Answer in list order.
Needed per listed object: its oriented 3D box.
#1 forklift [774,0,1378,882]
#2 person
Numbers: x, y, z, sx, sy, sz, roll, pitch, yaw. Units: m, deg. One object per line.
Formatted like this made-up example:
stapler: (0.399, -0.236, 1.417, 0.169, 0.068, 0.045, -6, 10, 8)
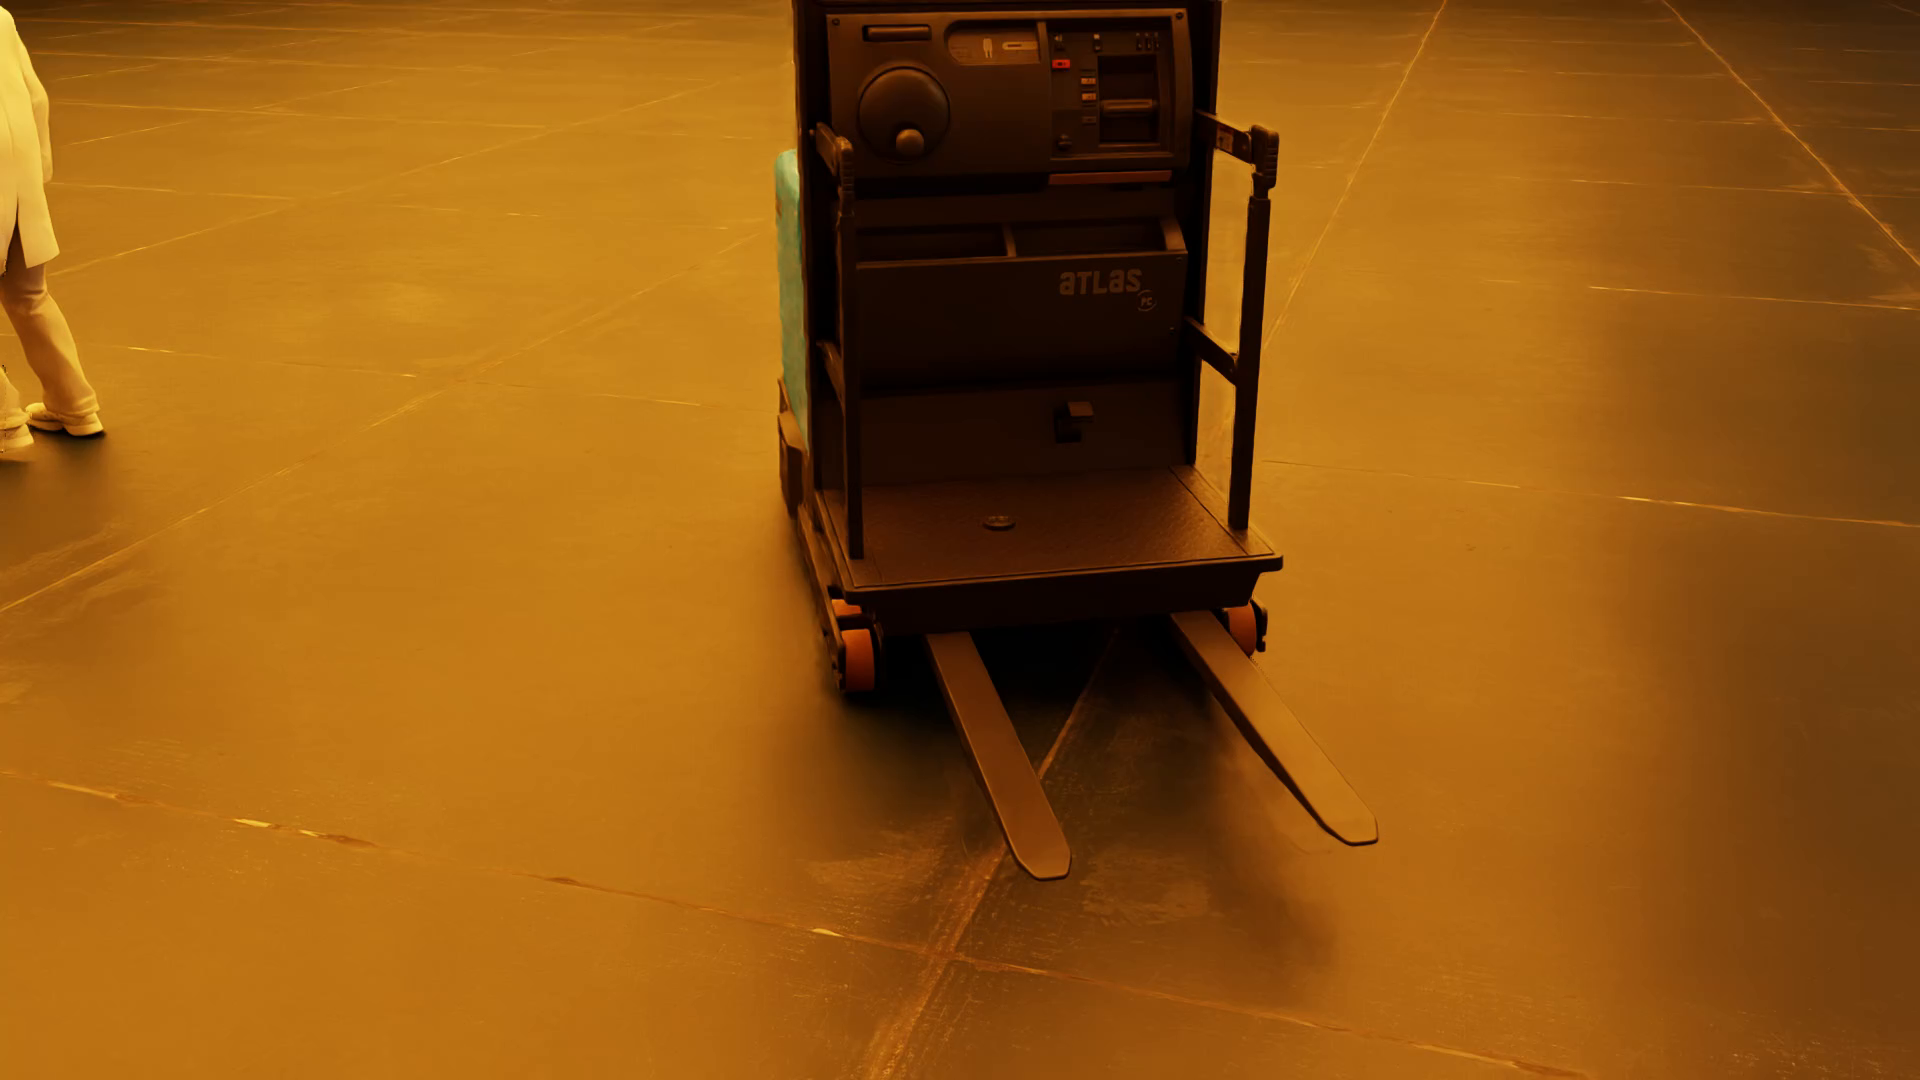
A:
forklift: (0.174, -1.120, 3.993, 1.130, 2.935, 3.031, -4, 23, -10)
person: (-3.344, -1.166, 5.625, 0.450, 1.771, 0.648, 6, 23, 15)
